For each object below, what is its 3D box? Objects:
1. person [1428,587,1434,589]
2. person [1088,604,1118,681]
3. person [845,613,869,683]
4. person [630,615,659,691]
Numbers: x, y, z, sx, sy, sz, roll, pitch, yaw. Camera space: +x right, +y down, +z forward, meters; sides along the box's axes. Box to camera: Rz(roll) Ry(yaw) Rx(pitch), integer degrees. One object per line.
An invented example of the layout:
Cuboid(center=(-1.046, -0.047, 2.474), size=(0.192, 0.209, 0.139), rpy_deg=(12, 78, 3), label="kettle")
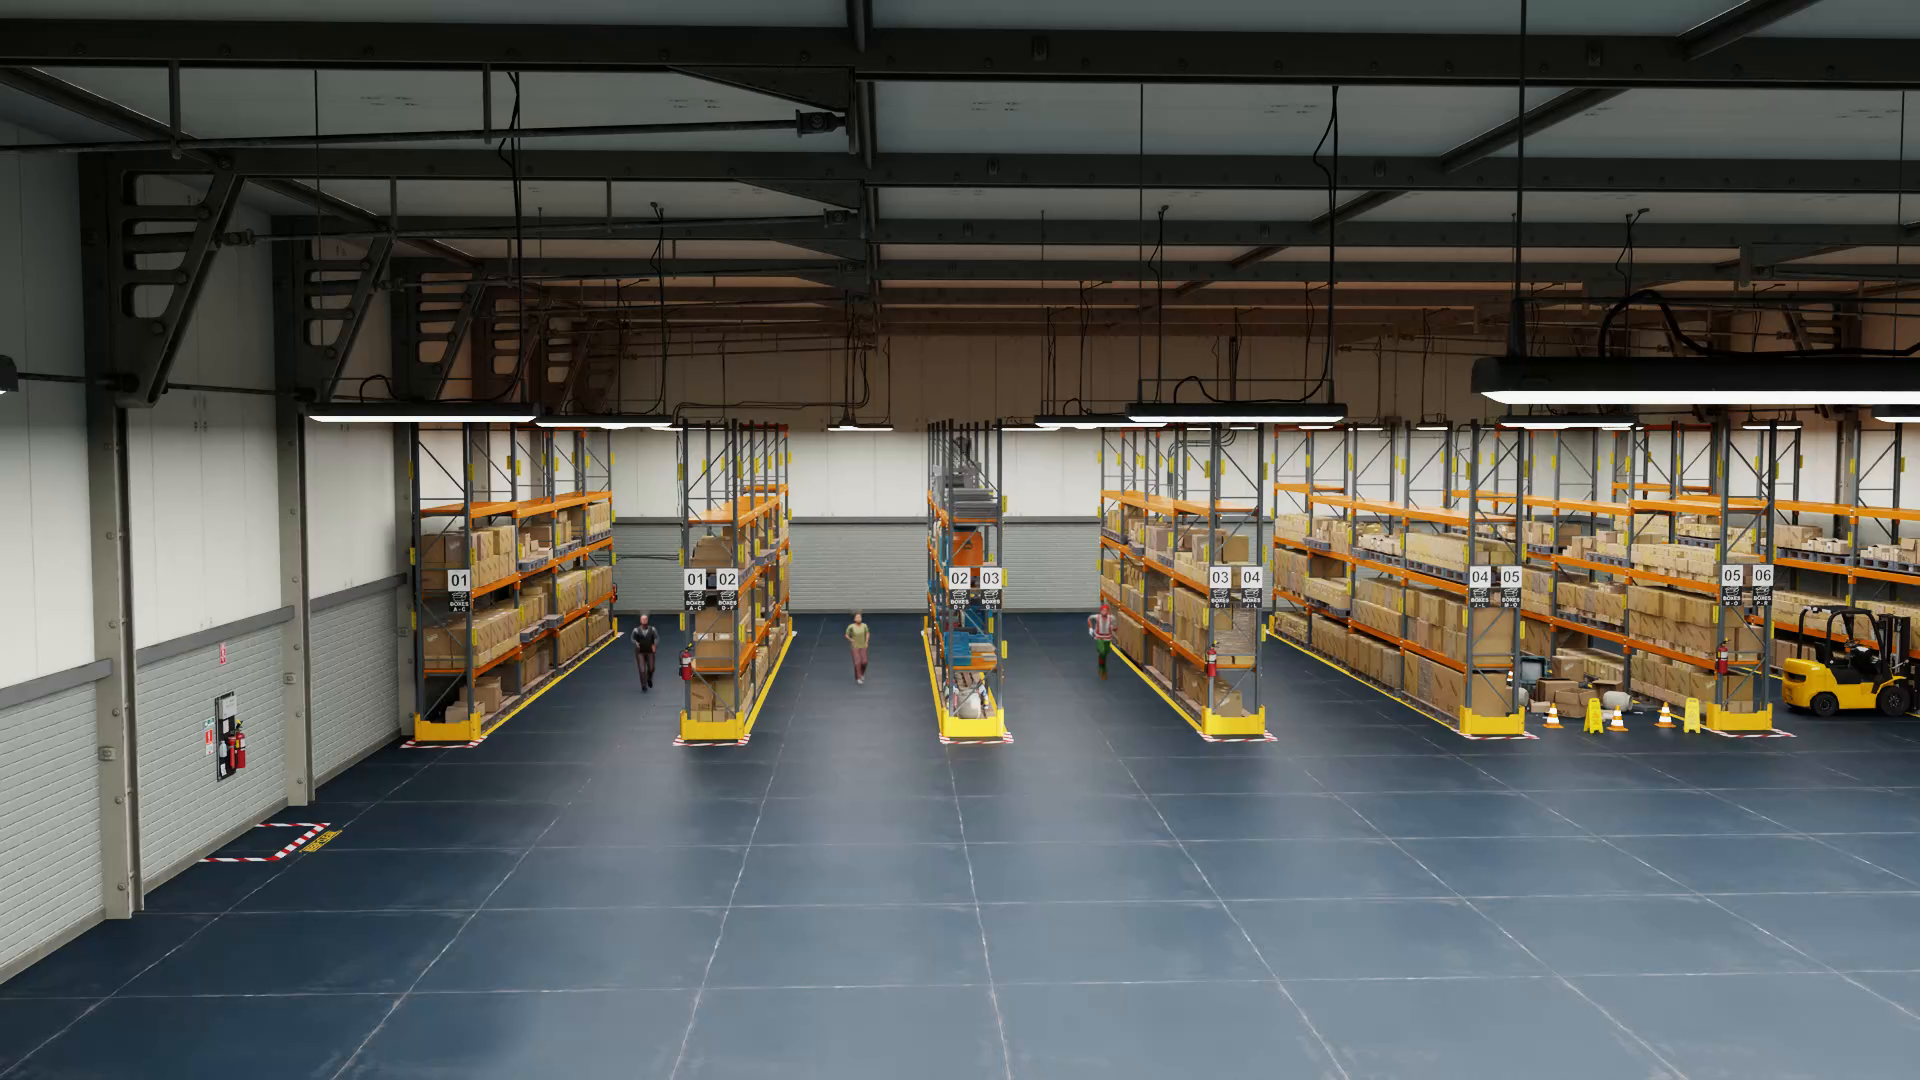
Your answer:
Cuboid(center=(12.038, 2.105, 42.676), size=(0.724, 1.794, 0.952), rpy_deg=(0, 4, -7), label="person")
Cuboid(center=(3.339, 2.365, 38.851), size=(0.649, 1.785, 0.974), rpy_deg=(-1, 4, -10), label="person")
Cuboid(center=(-2.323, 2.471, 37.952), size=(0.578, 1.630, 0.529), rpy_deg=(-1, 4, -13), label="person")
Cuboid(center=(-6.981, 2.514, 36.907), size=(0.651, 1.675, 0.586), rpy_deg=(-1, 4, -14), label="person")
